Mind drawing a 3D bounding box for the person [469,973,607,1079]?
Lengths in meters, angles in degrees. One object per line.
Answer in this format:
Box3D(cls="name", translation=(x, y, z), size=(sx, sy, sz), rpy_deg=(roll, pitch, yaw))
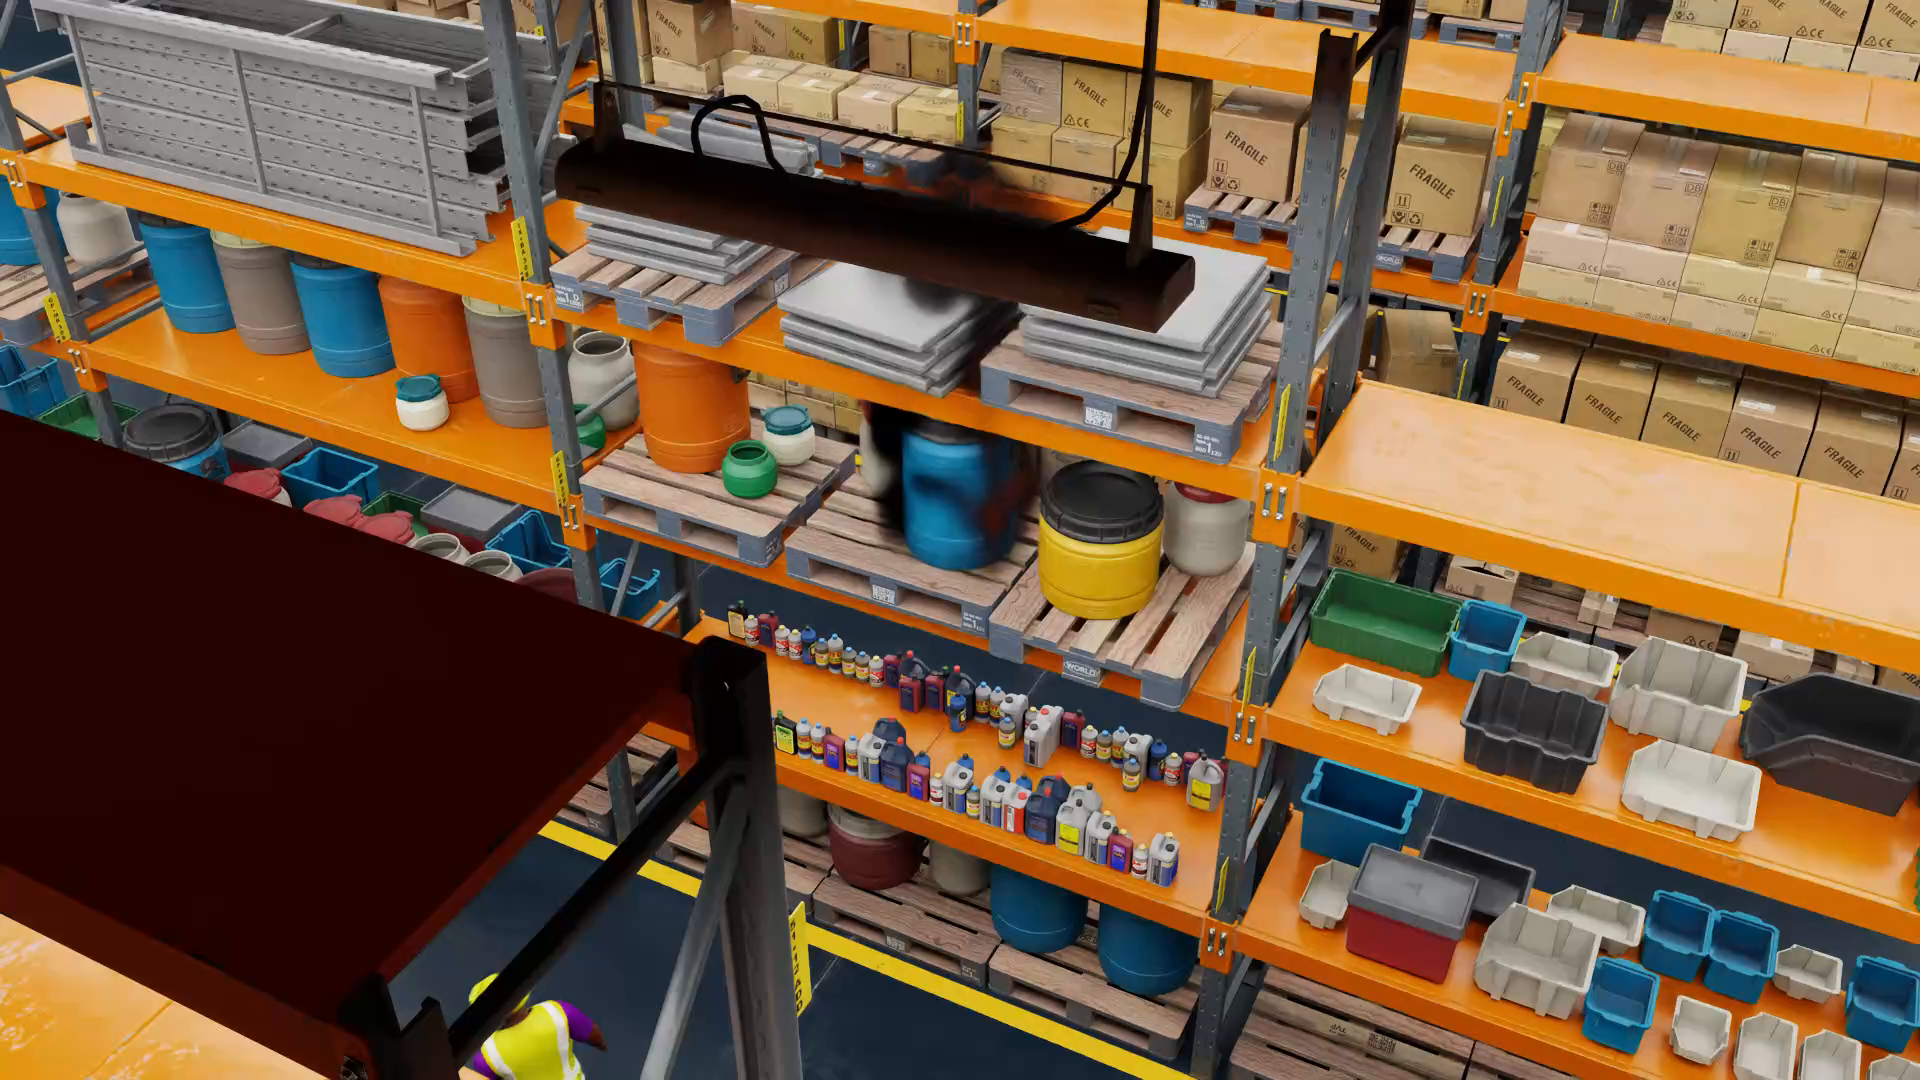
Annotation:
Box3D(cls="person", translation=(-2.087, 2.784, 8.389), size=(0.760, 1.759, 0.767), rpy_deg=(-22, 40, -28))
